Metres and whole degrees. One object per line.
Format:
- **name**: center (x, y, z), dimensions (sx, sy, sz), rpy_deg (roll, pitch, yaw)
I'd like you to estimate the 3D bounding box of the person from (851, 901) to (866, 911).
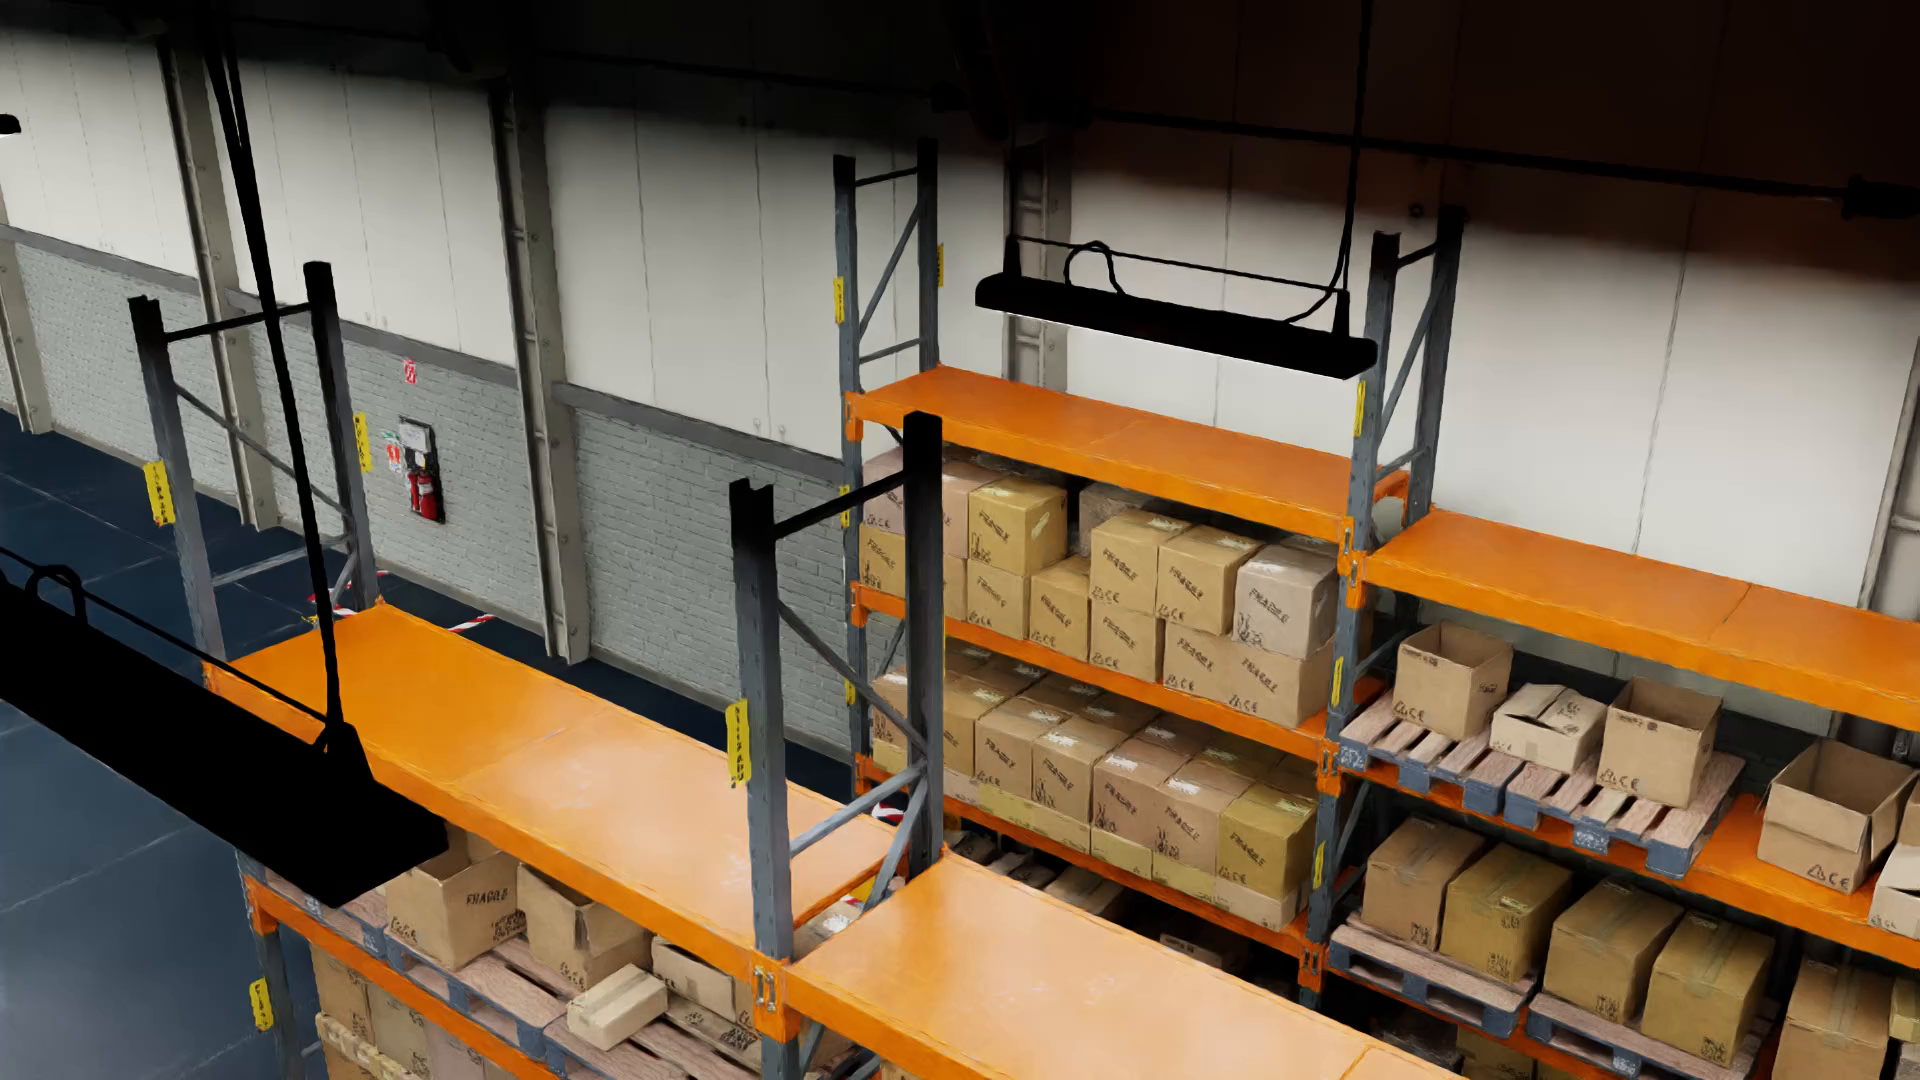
- **person**: center (-0.531, 3.160, 10.994), dimensions (0.512, 1.632, 0.639), rpy_deg (16, 28, 34)
